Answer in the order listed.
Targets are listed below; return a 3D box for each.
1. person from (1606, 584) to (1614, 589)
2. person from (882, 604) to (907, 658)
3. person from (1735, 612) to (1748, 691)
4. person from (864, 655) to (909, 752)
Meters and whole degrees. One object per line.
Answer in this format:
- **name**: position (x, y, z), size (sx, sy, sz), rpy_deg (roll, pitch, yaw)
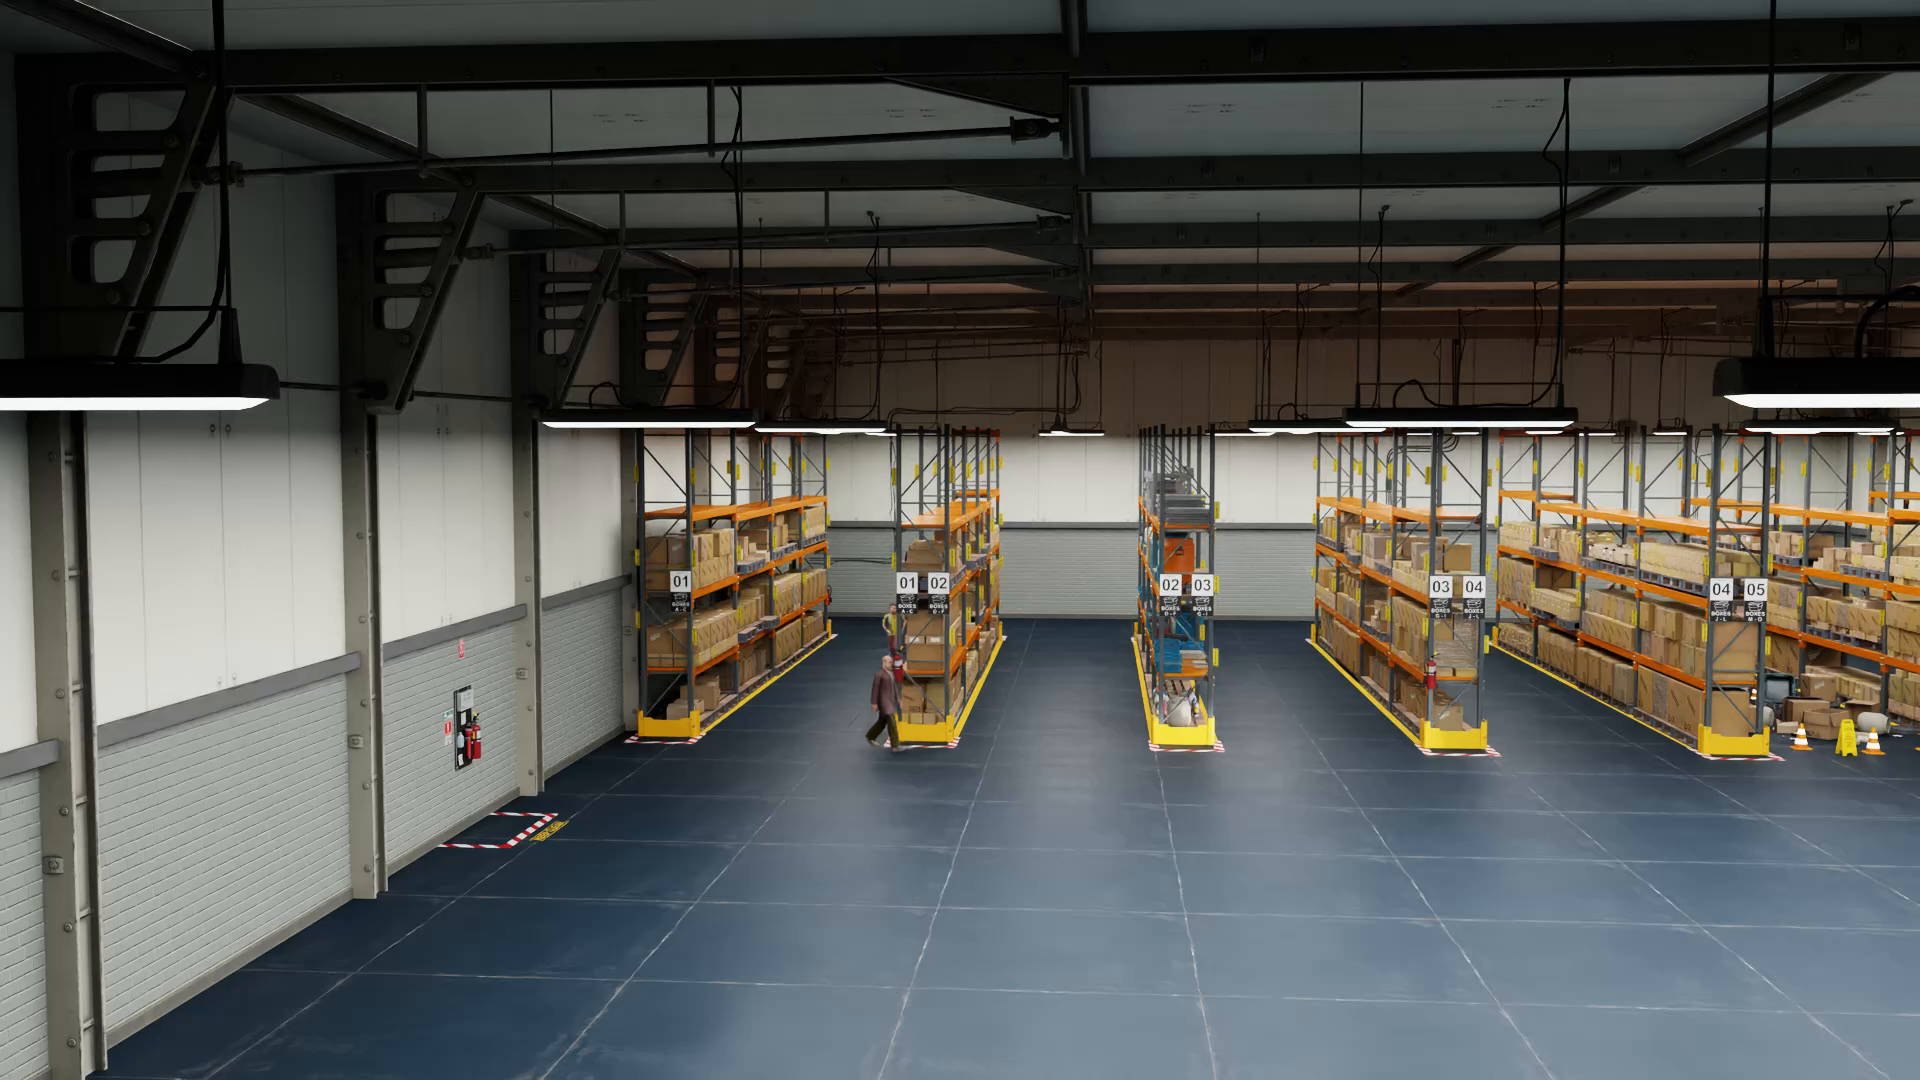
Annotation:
- **person**: position (18.172, 2.042, 46.462), size (1.030, 1.655, 0.522), rpy_deg (1, 4, 23)
- **person**: position (-1.652, 2.382, 41.929), size (0.574, 1.587, 0.701), rpy_deg (1, 4, 14)
- **person**: position (17.698, 2.581, 37.704), size (0.571, 1.766, 0.595), rpy_deg (0, 4, -8)
- **person**: position (-1.358, 2.998, 30.617), size (1.035, 1.754, 0.557), rpy_deg (1, 4, 20)
